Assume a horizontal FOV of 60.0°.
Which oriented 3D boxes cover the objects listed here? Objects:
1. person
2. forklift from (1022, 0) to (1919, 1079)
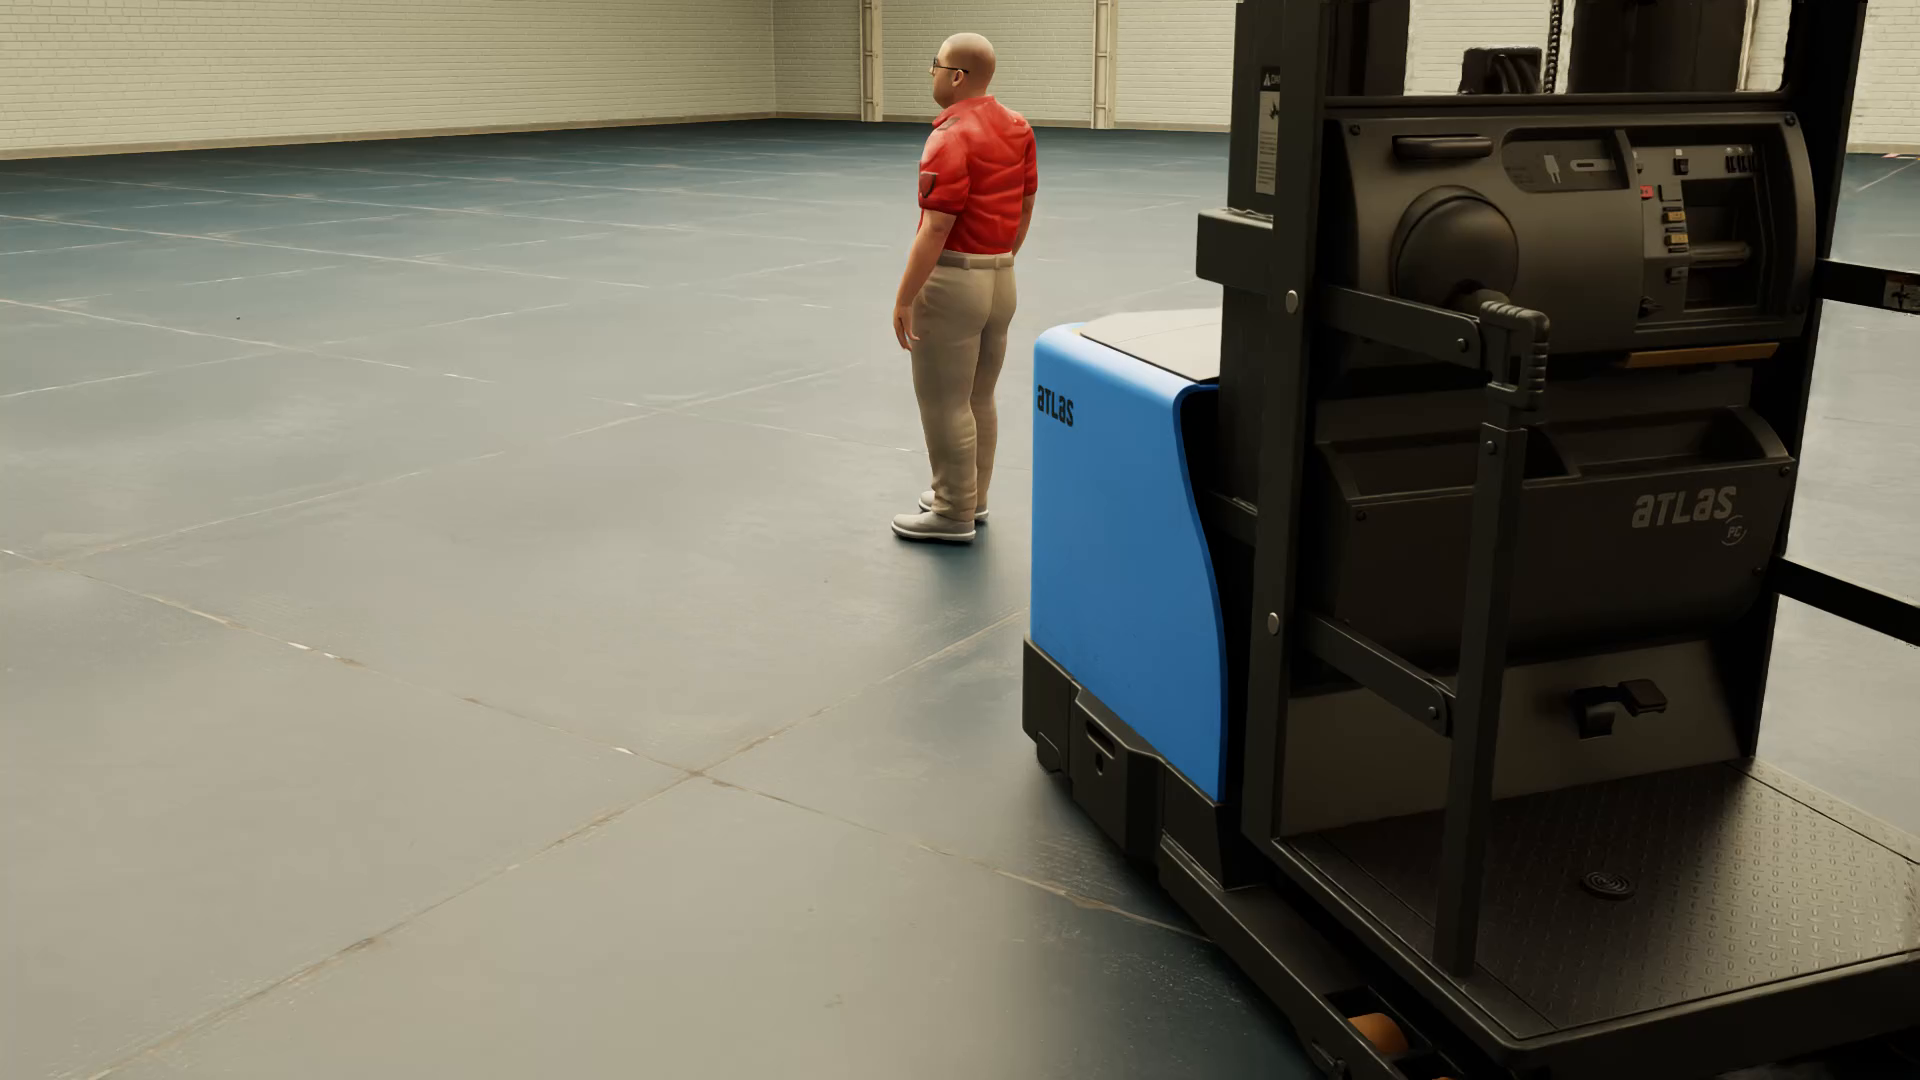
[{"bbox_3d":[-0.067,-0.852,5.757,0.551,1.727,0.640,11,20,33],"label":"person"},{"bbox_3d":[1.124,-0.529,2.602,1.130,2.935,3.031,-6,18,-19],"label":"forklift"}]
